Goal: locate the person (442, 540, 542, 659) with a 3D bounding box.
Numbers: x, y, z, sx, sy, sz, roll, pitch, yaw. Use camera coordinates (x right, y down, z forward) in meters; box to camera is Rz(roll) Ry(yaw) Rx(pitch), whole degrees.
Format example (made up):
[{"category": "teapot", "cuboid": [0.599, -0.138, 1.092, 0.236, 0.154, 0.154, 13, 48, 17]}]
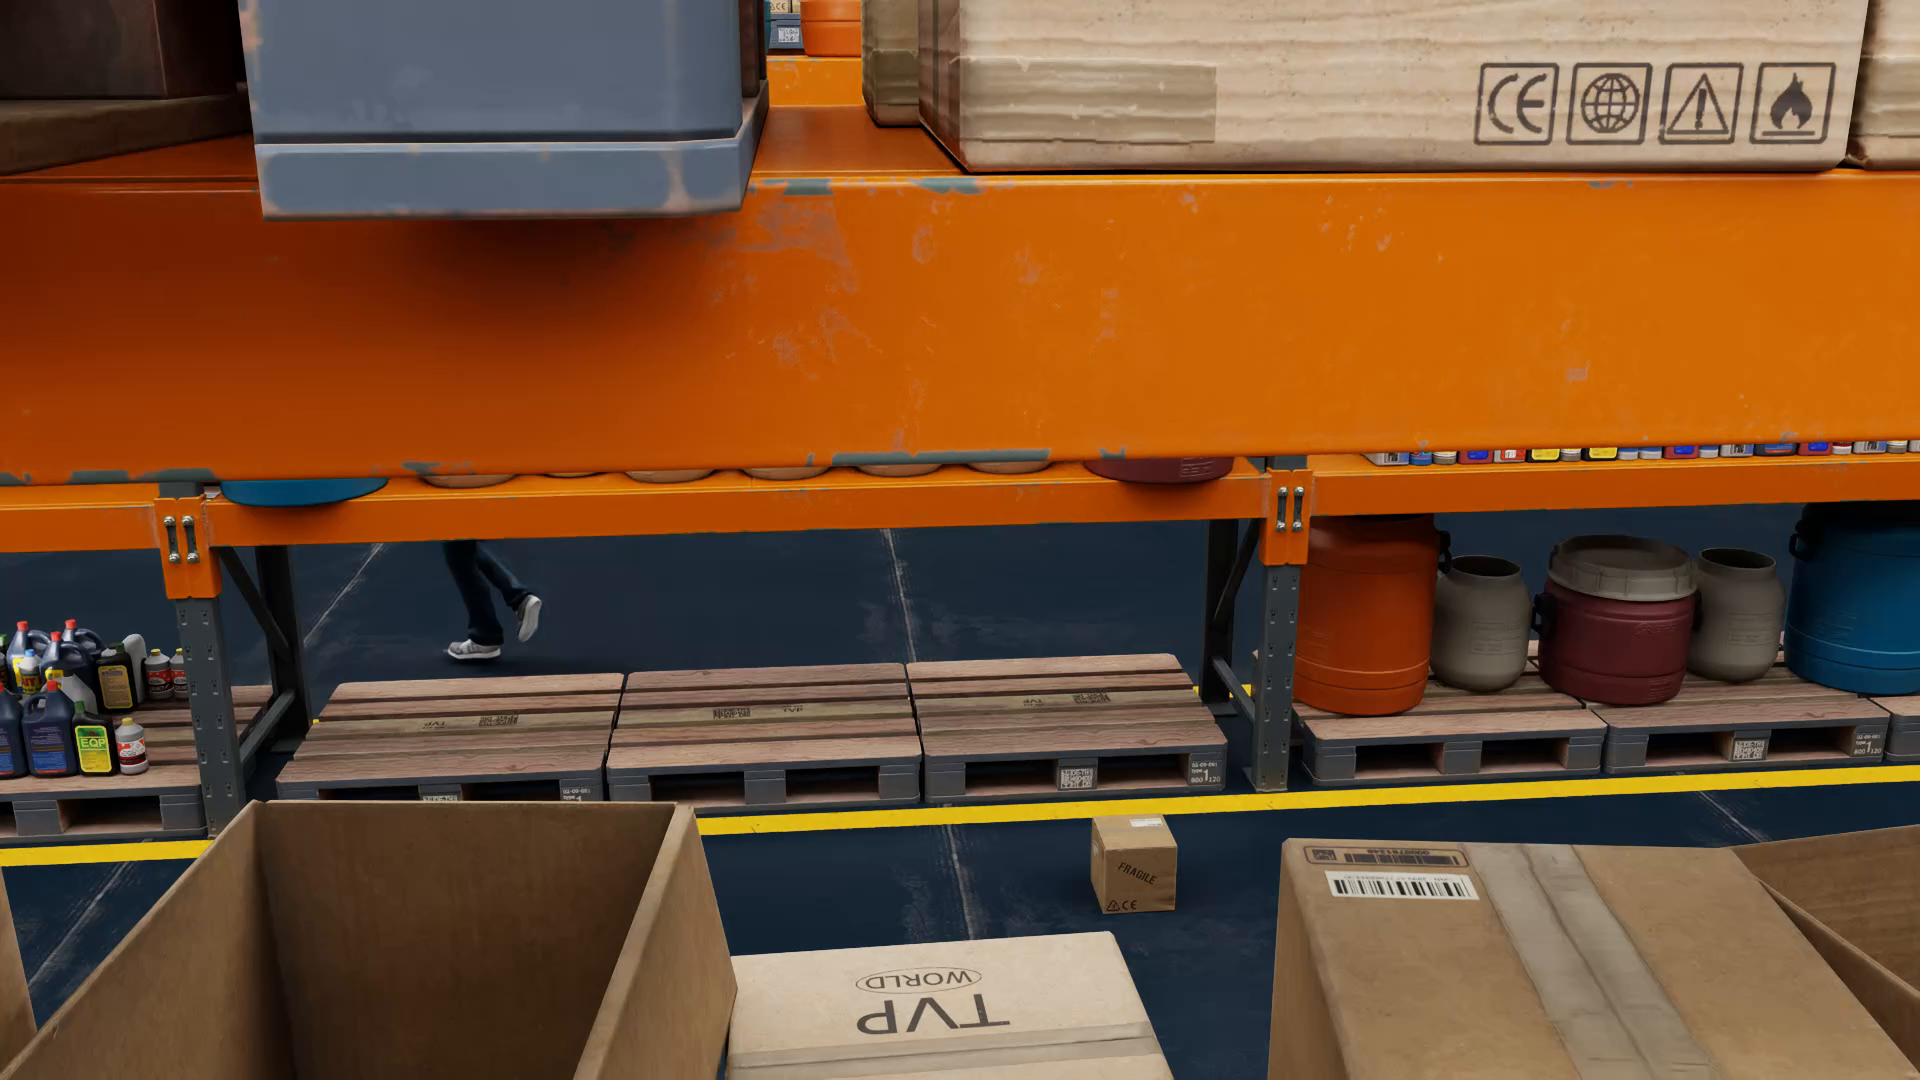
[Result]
[{"category": "person", "cuboid": [-2.258, -0.205, 7.765, 0.466, 1.595, 0.407, 5, 18, 17]}]
